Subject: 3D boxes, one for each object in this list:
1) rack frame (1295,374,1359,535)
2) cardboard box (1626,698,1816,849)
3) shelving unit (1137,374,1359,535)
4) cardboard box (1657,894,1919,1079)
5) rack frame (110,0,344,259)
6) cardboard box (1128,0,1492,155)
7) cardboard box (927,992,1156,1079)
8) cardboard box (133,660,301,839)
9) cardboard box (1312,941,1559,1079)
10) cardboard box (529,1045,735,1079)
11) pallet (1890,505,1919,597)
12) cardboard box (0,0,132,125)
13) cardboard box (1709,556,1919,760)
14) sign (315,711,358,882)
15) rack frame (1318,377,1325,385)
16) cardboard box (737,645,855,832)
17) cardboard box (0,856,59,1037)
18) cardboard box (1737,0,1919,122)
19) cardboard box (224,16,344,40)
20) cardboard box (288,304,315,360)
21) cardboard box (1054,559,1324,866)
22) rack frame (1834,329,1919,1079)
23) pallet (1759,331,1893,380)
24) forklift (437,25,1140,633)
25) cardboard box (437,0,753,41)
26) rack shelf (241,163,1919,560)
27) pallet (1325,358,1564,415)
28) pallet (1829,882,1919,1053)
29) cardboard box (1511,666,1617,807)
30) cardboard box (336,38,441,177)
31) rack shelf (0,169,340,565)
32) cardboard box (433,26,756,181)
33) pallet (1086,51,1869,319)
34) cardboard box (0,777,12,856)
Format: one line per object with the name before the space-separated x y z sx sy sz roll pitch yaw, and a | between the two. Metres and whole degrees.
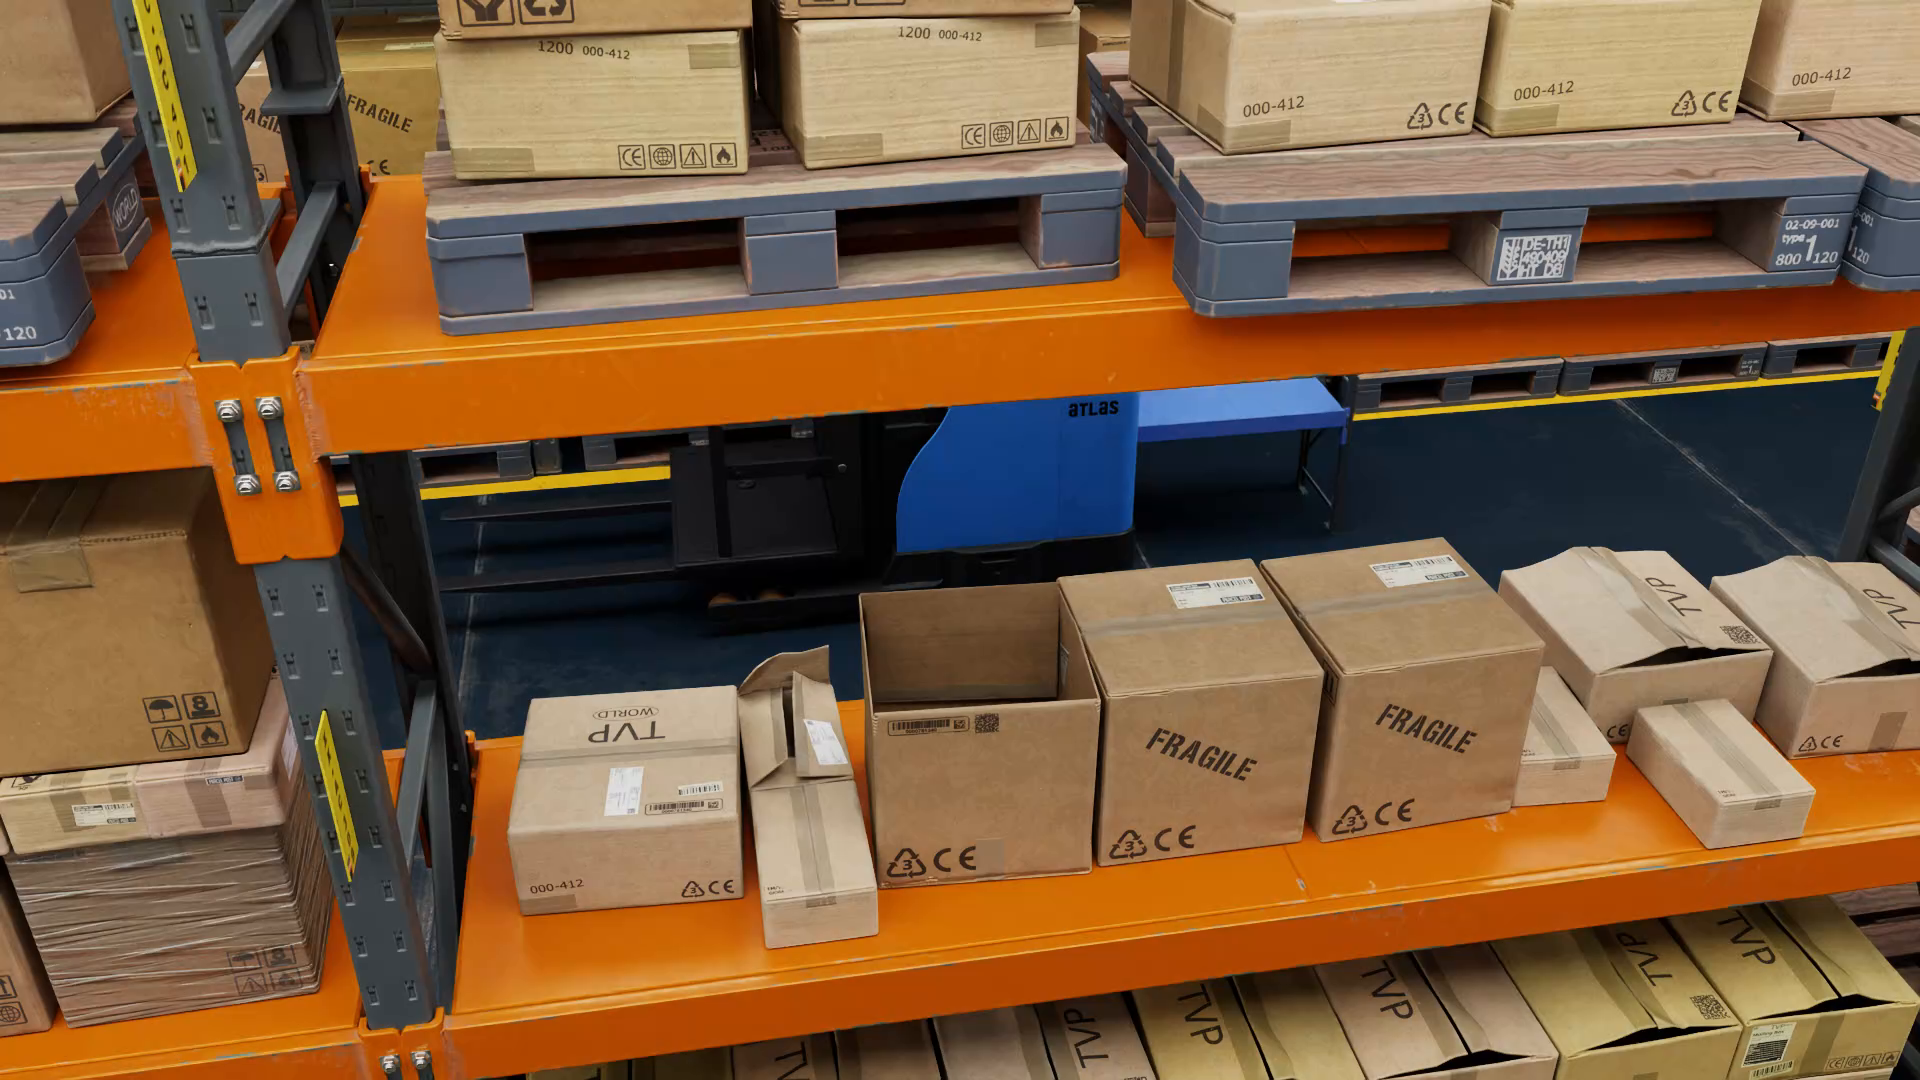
rack frame | 1.714 -0.795 7.623 0.032 1.500 0.500 -5 31 -8
cardboard box | 1.855 0.567 4.075 0.250 0.149 0.380 -5 31 -9
shelving unit | 1.213 -0.751 7.548 1.048 1.500 0.538 -5 31 -8
cardboard box | 2.219 1.172 4.543 0.500 0.311 0.500 -5 31 -8
rack frame | -1.245 -1.982 2.243 0.127 3.000 1.000 -5 31 -9
cardboard box | 0.647 -0.950 3.180 0.500 0.250 0.500 -8 31 -13
cardboard box | 0.209 1.362 4.220 0.500 0.311 0.500 -6 31 -11
cardboard box | -1.474 0.413 3.350 0.250 0.149 0.380 -5 31 -9
cardboard box | 1.212 1.267 4.381 0.500 0.311 0.500 -5 31 -9
cardboard box | -0.793 1.453 4.065 0.500 0.311 0.500 -5 31 -9
pallet | 3.344 0.224 4.598 1.003 0.211 1.213 -5 31 -9
cardboard box | -1.788 -1.059 2.982 0.500 0.500 0.500 -3 31 -5
cardboard box | 2.324 0.288 4.388 0.500 0.311 0.500 -3 31 -6
sign | -1.143 0.473 3.054 0.005 0.325 0.100 -5 31 -9
rack frame | 1.794 -2.231 8.585 0.127 3.000 1.000 -5 31 -9
cardboard box | -0.413 0.490 4.090 0.258 0.266 0.396 -6 31 -10
cardboard box | -2.198 0.656 3.577 0.500 0.500 0.700 -6 31 -9
cardboard box | 1.741 -1.045 3.341 0.500 0.250 0.500 -4 31 -8
cardboard box | -3.150 -2.149 7.834 0.500 0.500 0.500 -5 31 -9
cardboard box | -3.154 -0.863 8.291 0.500 0.500 0.500 -8 31 -13
cardboard box | 0.524 0.405 4.004 0.500 0.500 0.500 -5 31 -9
rack frame | 2.690 0.238 4.385 0.127 3.000 1.000 -5 31 -9
pallet | 4.983 -1.286 9.729 1.213 0.211 1.003 -5 31 -9
forklift | -0.799 -1.158 6.827 3.031 2.935 1.130 -5 31 -8
cardboard box | -0.631 -1.166 2.808 0.500 0.500 0.500 -5 31 -8
rack shelf | 0.723 -0.562 3.497 4.000 0.370 1.077 -5 31 -9
pallet | 2.583 -1.063 9.350 1.213 0.211 1.003 -5 31 -9
pallet | 3.431 1.391 5.176 1.213 0.211 1.003 -5 31 -9
cardboard box | 1.446 0.491 4.203 0.250 0.149 0.380 -3 31 -5
cardboard box | -2.550 -1.936 7.471 0.500 0.500 0.500 -5 31 -9
rack shelf | -3.212 -0.197 2.876 4.000 0.370 1.077 -5 31 -9
cardboard box | -0.637 -0.857 3.023 0.500 0.250 0.500 -2 31 -4
pallet | 0.939 -0.763 3.315 1.213 0.211 1.003 -4 31 -7
cardboard box | -1.974 0.459 3.271 0.250 0.149 0.380 -6 31 -10
